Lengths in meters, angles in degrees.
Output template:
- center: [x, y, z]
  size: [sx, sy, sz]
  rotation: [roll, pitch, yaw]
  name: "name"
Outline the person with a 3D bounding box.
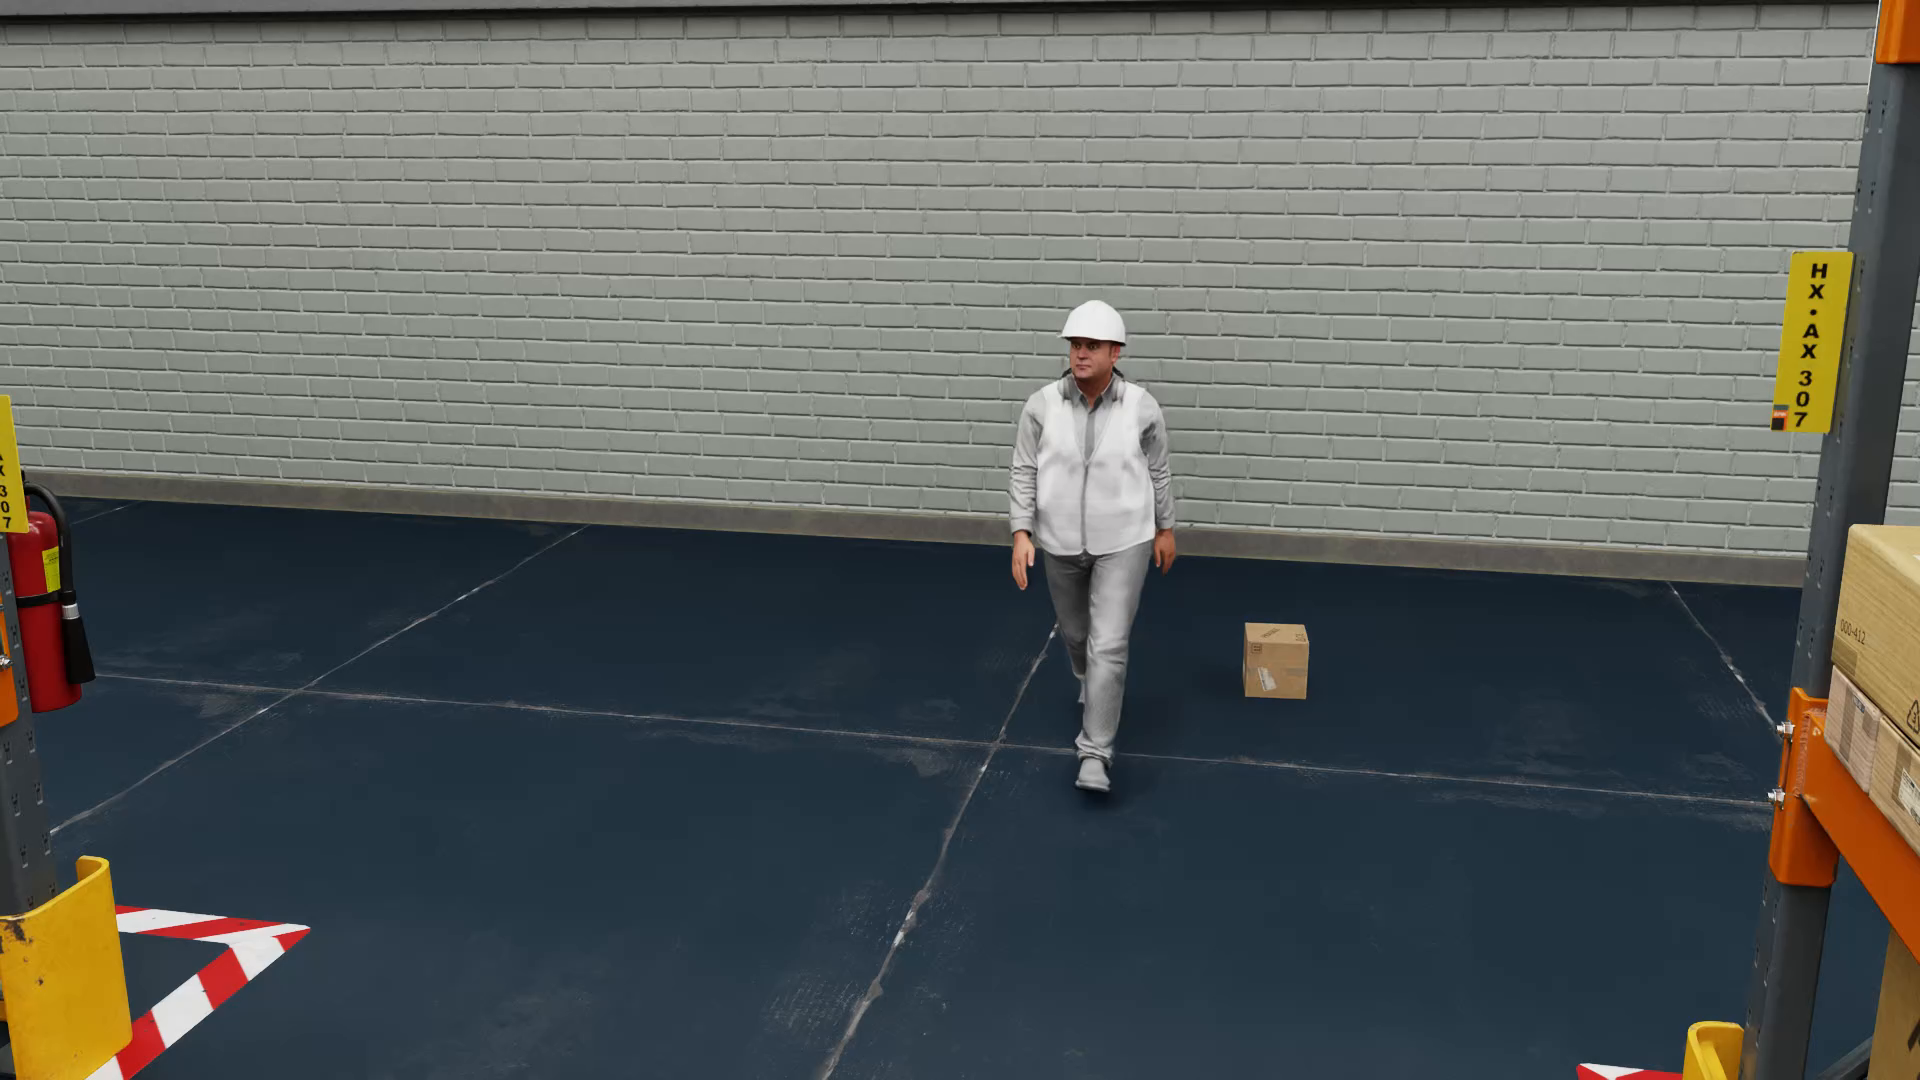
- center: [0.480, -0.022, 6.117]
  size: [0.571, 1.717, 1.109]
  rotation: [4, 15, 17]
  name: "person"
